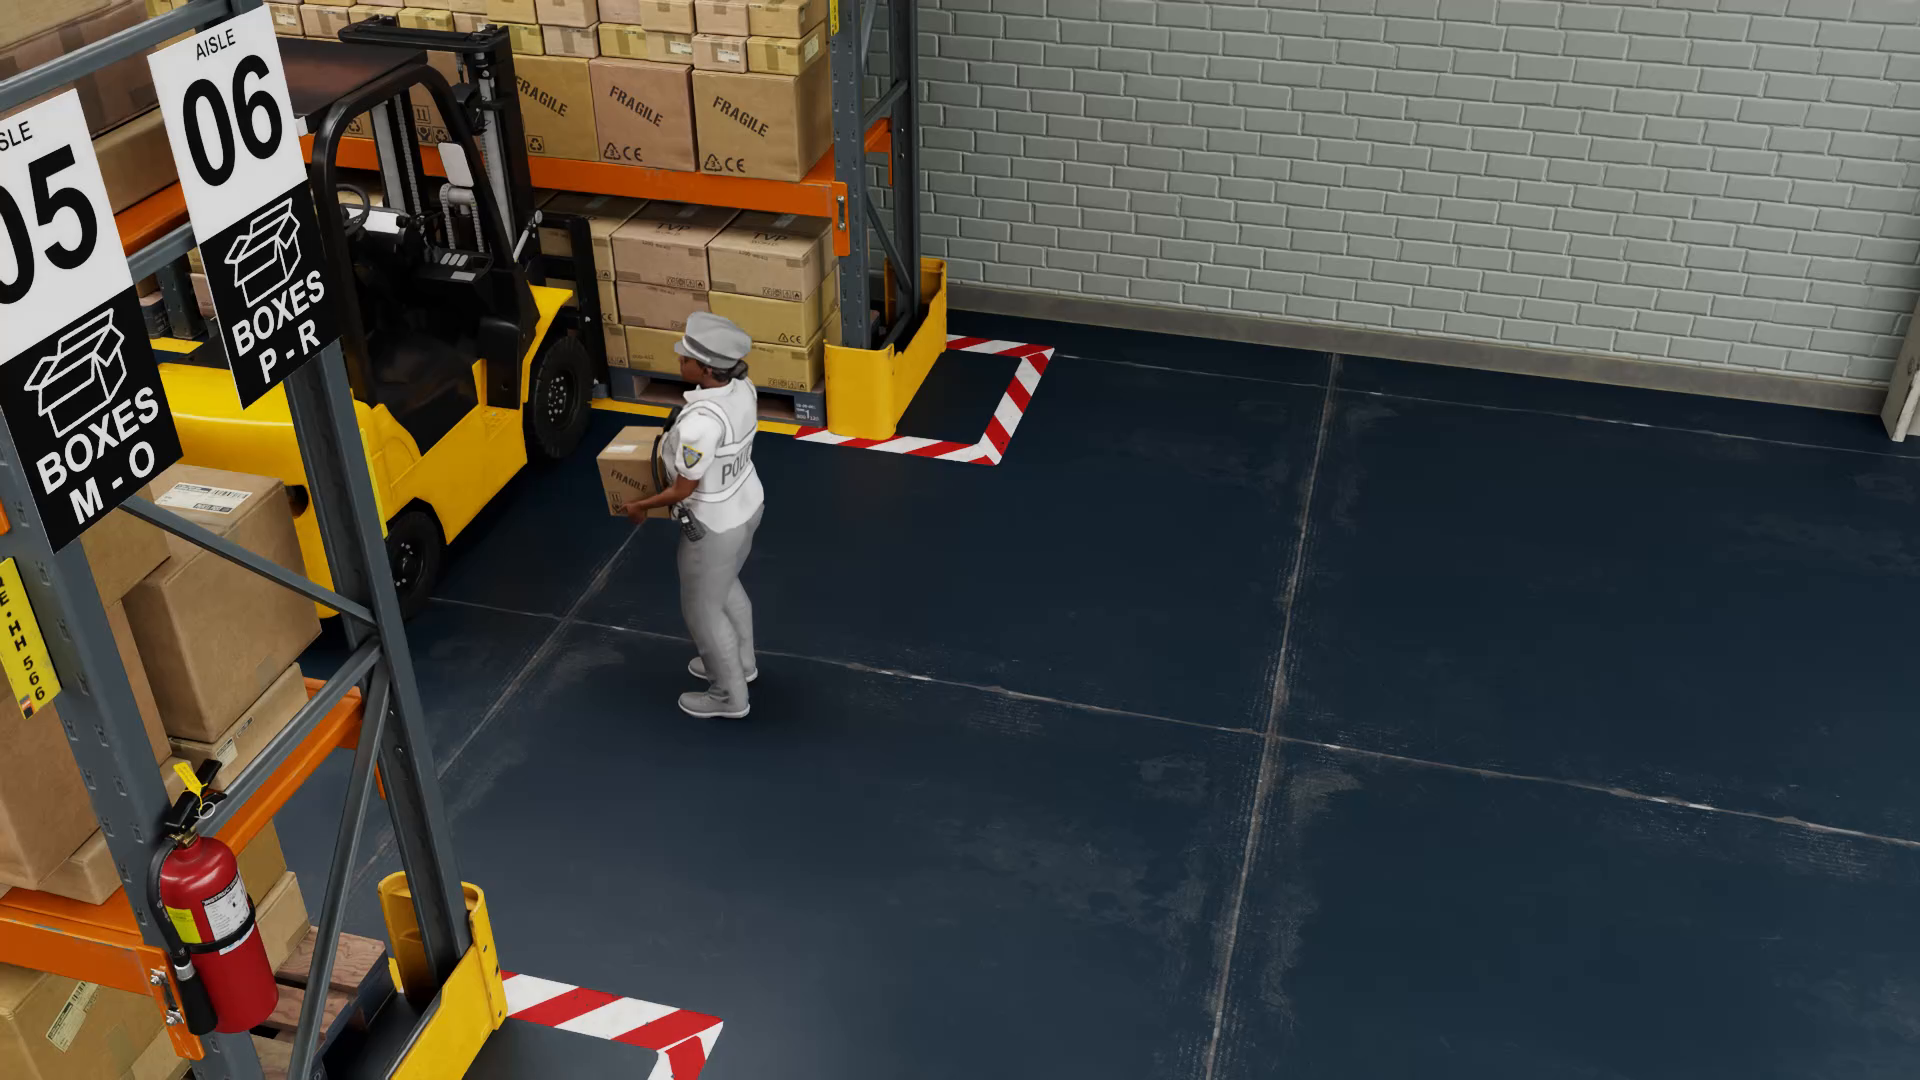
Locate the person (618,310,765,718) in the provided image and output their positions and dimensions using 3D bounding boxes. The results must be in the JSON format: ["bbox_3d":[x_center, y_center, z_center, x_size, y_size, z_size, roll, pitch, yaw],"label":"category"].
[{"bbox_3d":[-0.979,-0.095,6.260,0.535,1.688,0.449,8,34,13],"label":"person"}]
